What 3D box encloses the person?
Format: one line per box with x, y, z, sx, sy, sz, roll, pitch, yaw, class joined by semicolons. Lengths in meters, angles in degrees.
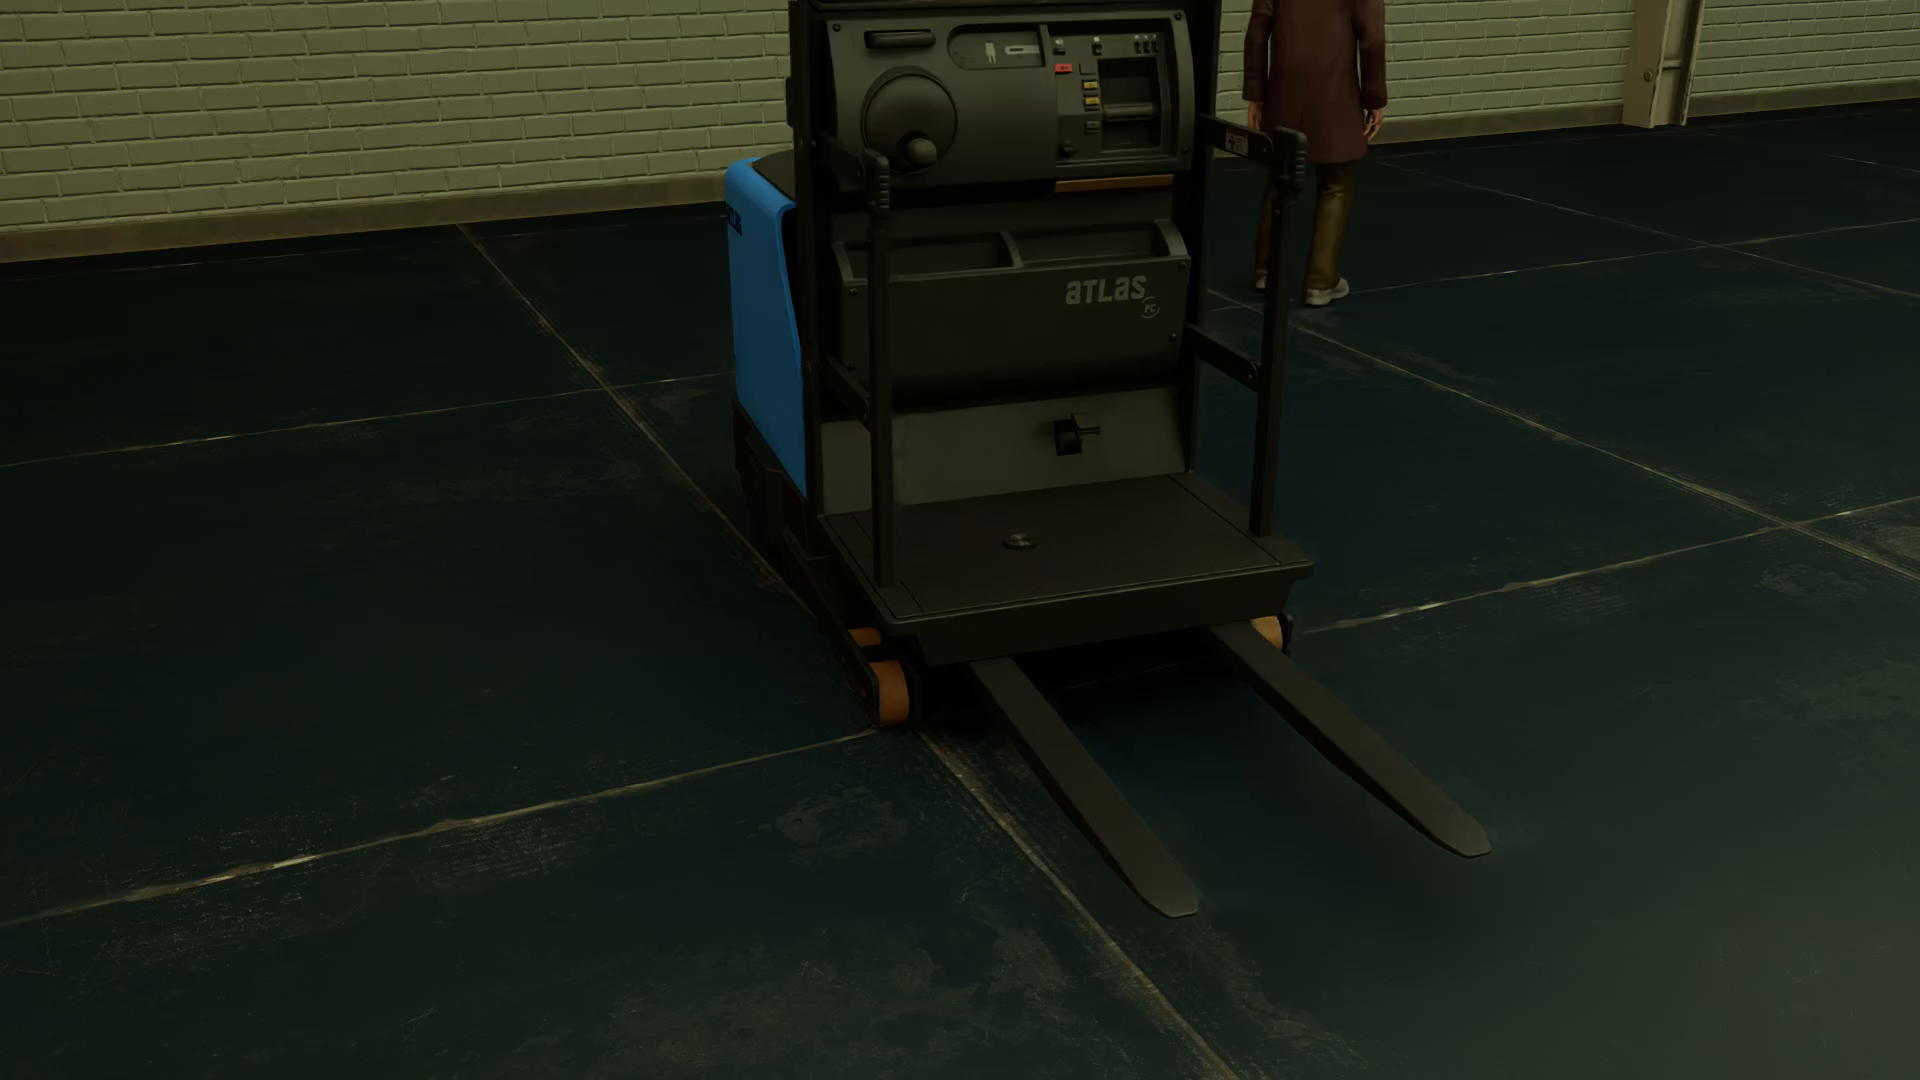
1.635;-1.987;7.615;0.660;1.791;0.492;12;26;27;person

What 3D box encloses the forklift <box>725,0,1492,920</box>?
0.206;-1.074;3.872;1.130;2.935;3.031;-7;24;-17;forklift
